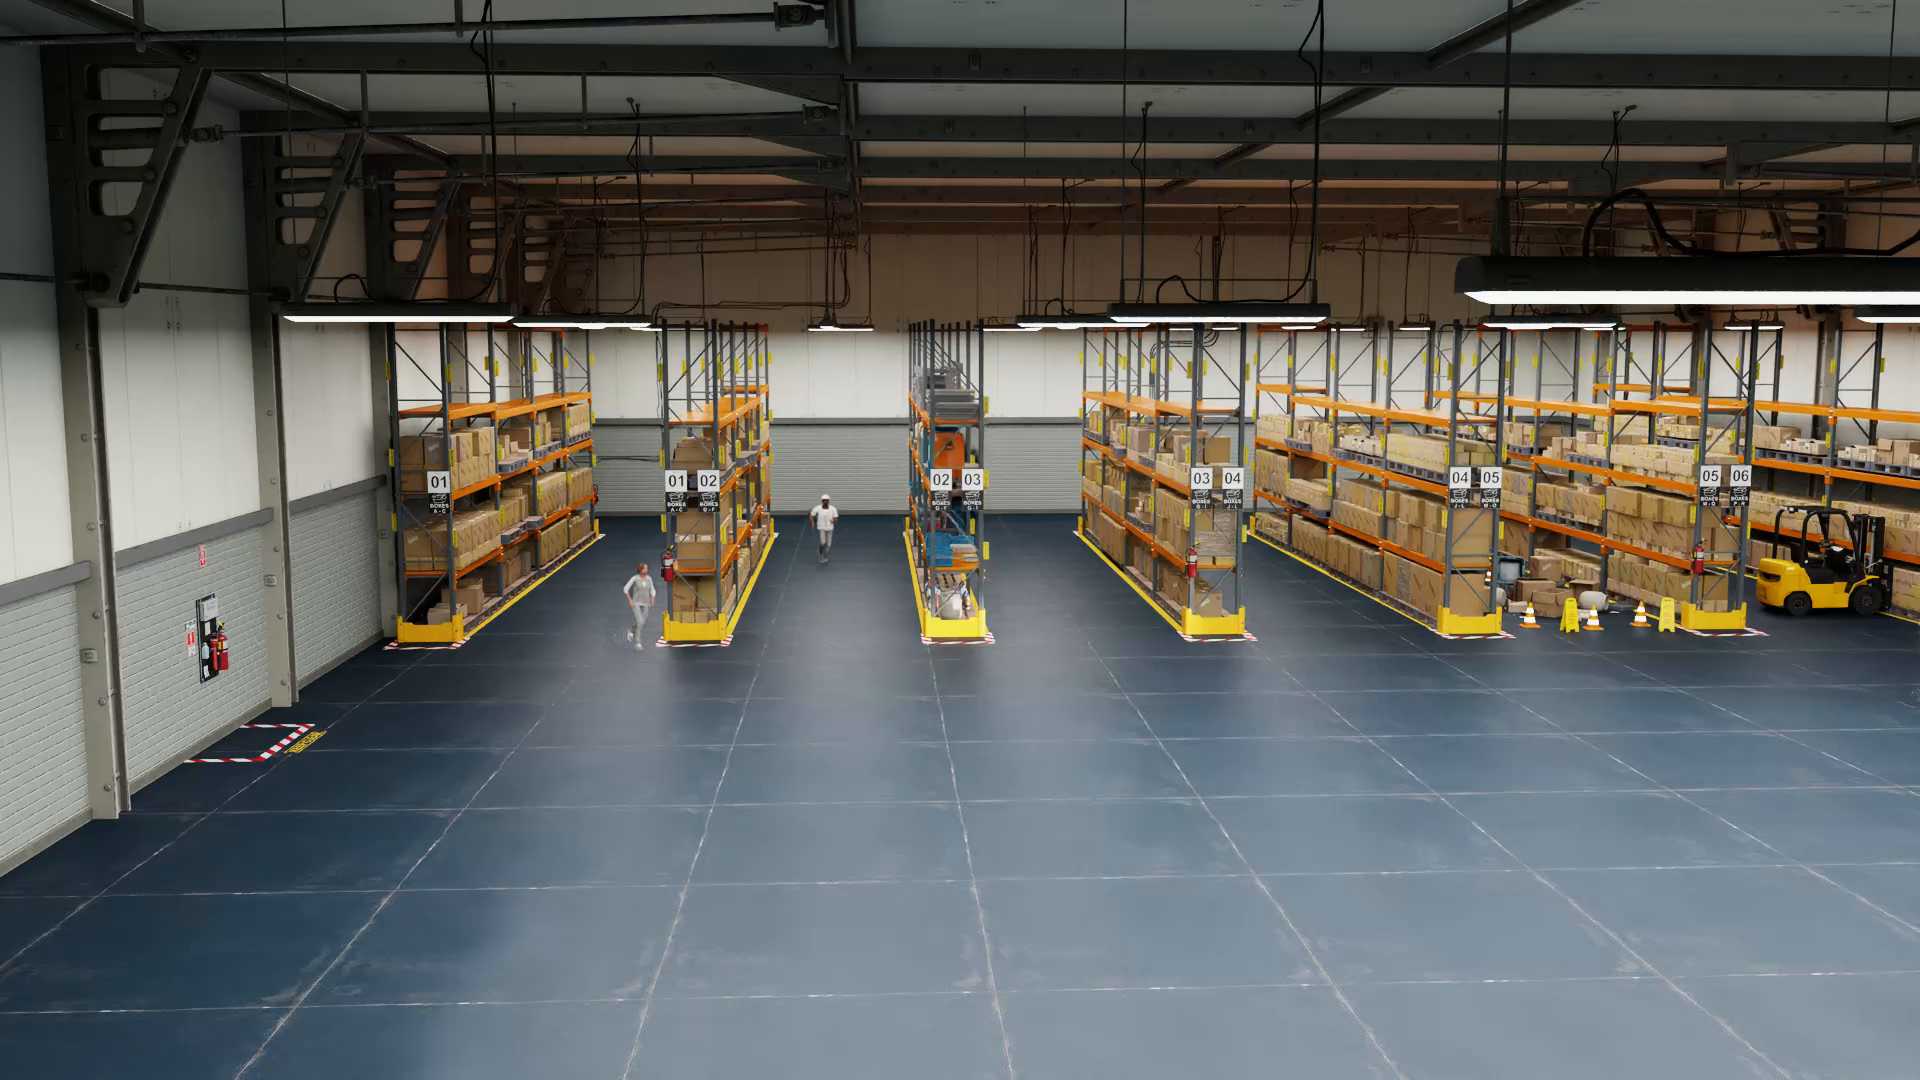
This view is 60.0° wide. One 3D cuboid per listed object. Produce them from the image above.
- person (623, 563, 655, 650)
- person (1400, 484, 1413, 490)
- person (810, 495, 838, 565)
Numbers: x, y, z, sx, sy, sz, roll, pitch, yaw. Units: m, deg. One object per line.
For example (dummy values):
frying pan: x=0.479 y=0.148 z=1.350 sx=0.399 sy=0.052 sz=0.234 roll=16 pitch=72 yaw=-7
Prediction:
person: x=-5.884 y=1.200 z=30.532 sx=0.586 sy=1.569 sz=0.621 roll=-5 pitch=9 yaw=-38
person: x=13.253 y=-1.211 z=49.541 sx=0.893 sy=1.623 sz=0.625 roll=1 pitch=7 yaw=6
person: x=-3.348 y=-0.255 z=41.325 sx=0.675 sy=1.741 sz=0.672 roll=-2 pitch=7 yaw=-16
